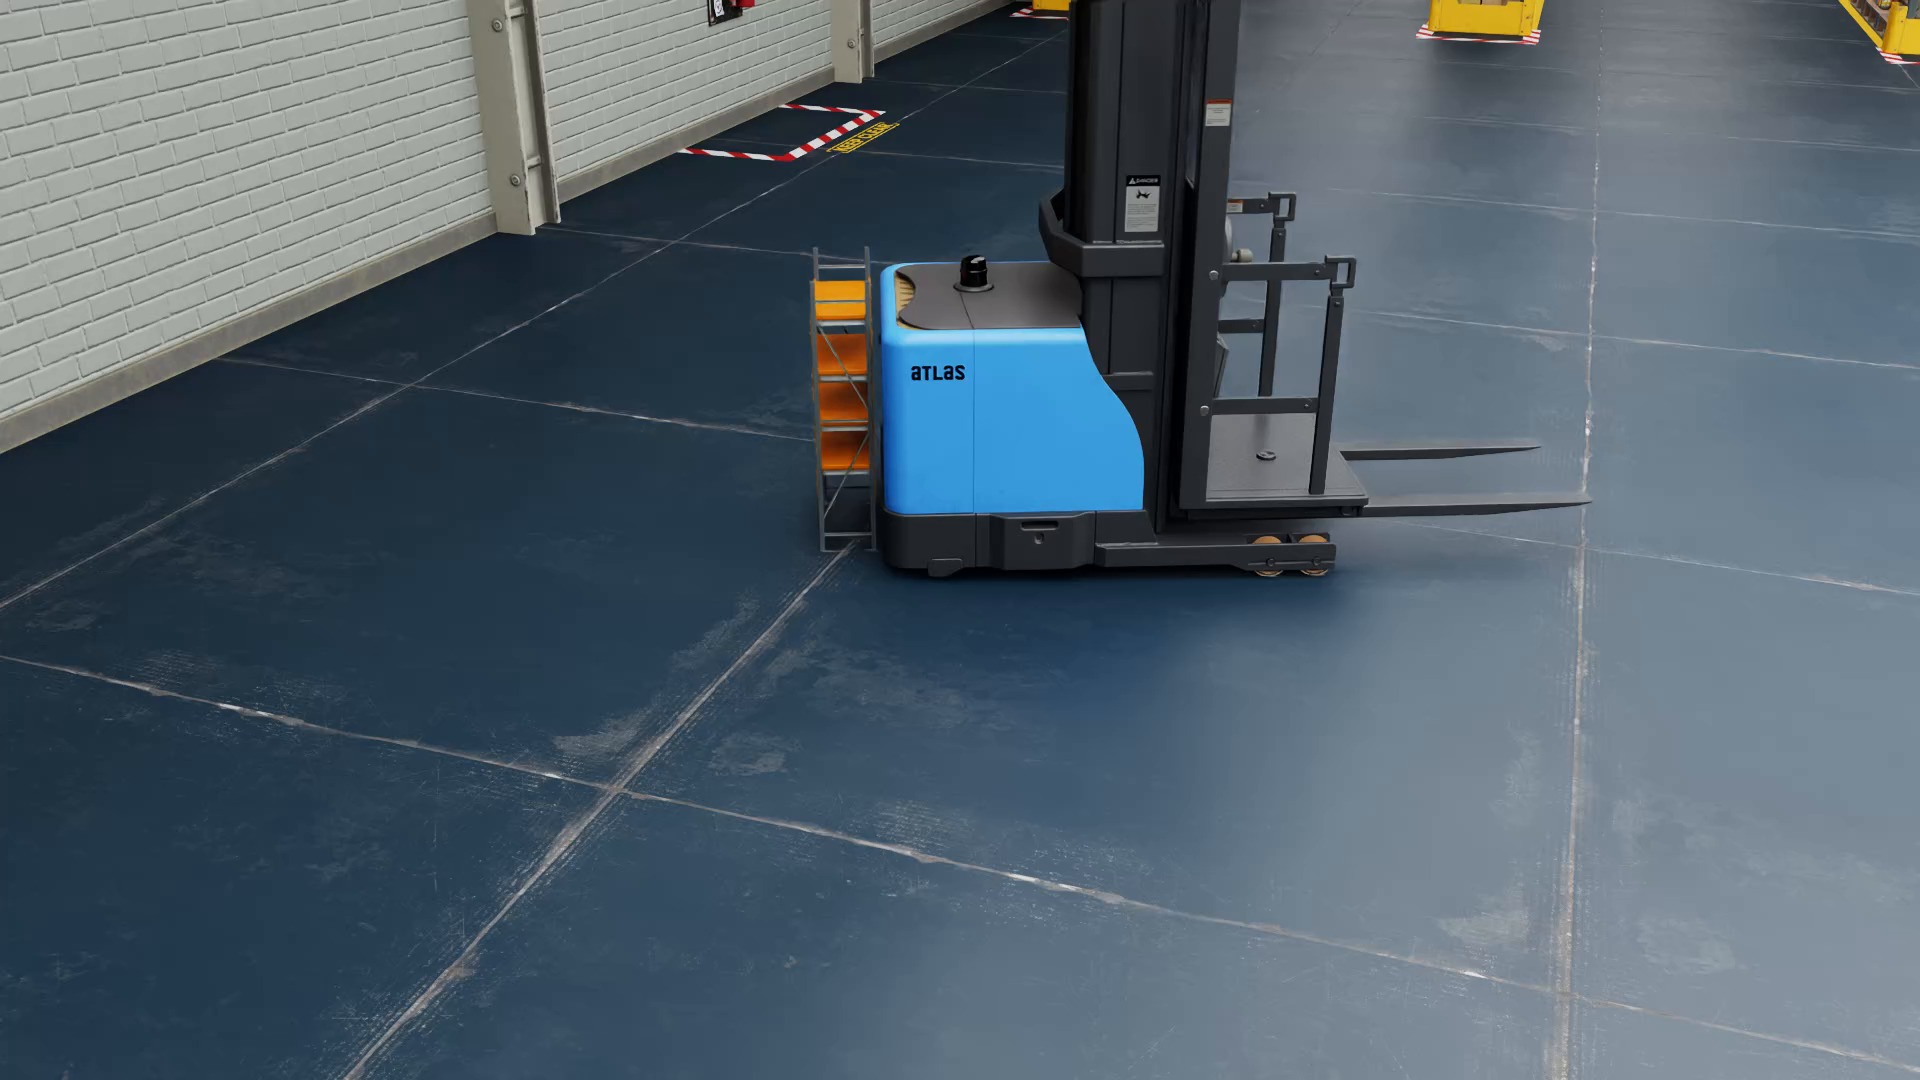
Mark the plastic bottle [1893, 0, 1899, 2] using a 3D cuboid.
[{"bbox_3d":[11.240,-6.551,19.950,0.061,0.283,0.133,9,27,17],"label":"plastic bottle"}]

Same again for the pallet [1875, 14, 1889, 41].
[{"bbox_3d":[11.088,-5.789,18.964,1.003,0.211,1.213,9,27,17],"label":"pallet"}]

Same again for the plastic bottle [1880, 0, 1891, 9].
[{"bbox_3d":[11.030,-6.429,19.793,0.097,0.201,0.097,0,26,0],"label":"plastic bottle"}]

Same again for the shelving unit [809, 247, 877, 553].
[{"bbox_3d":[-0.492,-0.596,7.104,0.258,1.200,0.503,-1,26,-3],"label":"shelving unit"}]

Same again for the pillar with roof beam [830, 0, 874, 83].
[{"bbox_3d":[2.970,-8.133,13.721,9.100,9.000,0.400,9,27,17],"label":"pillar with roof beam"}]

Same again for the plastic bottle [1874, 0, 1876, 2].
[{"bbox_3d":[11.237,-6.722,20.226,0.144,0.351,0.185,10,28,20],"label":"plastic bottle"}]

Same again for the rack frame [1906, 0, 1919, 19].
[{"bbox_3d":[10.832,-6.673,17.589,1.000,3.000,0.127,9,27,17],"label":"rack frame"}]

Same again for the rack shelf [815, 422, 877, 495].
[{"bbox_3d":[-0.492,-0.357,7.220,0.258,0.148,0.480,-1,26,-3],"label":"rack shelf"}]

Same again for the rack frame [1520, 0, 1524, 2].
[{"bbox_3d":[6.162,-7.392,19.076,1.000,3.000,0.127,9,27,17],"label":"rack frame"}]

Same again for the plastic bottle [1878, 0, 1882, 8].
[{"bbox_3d":[11.051,-6.517,19.880,0.061,0.283,0.133,9,27,19],"label":"plastic bottle"}]

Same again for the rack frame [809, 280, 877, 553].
[{"bbox_3d":[-0.479,-0.490,6.885,0.240,1.200,0.015,-1,26,-3],"label":"rack frame"}]

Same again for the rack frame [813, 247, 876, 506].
[{"bbox_3d":[-0.504,-0.702,7.324,0.240,1.200,0.015,-1,26,-3],"label":"rack frame"}]

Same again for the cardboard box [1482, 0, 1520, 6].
[{"bbox_3d":[6.550,-6.532,19.972,0.500,0.250,0.500,9,27,17],"label":"cardboard box"}]

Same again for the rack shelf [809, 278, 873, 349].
[{"bbox_3d":[-0.492,-0.950,6.933,0.258,0.148,0.480,-1,26,-3],"label":"rack shelf"}]

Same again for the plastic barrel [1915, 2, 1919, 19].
[{"bbox_3d":[11.146,-6.229,19.047,0.421,0.512,0.421,0,26,0],"label":"plastic barrel"}]

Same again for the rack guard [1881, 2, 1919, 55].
[{"bbox_3d":[10.813,-5.586,18.213,1.175,0.500,0.348,9,27,17],"label":"rack guard"}]

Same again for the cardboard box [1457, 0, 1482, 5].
[{"bbox_3d":[6.062,-6.607,20.127,0.500,0.250,0.500,9,27,17],"label":"cardboard box"}]

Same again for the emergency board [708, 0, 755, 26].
[{"bbox_3d":[-1.948,-5.047,14.231,0.194,1.169,0.643,9,27,17],"label":"emergency board"}]

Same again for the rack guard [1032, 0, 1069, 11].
[{"bbox_3d":[1.515,-7.015,21.166,1.175,0.500,0.348,9,27,17],"label":"rack guard"}]

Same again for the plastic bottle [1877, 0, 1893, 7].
[{"bbox_3d":[11.139,-6.563,19.983,0.152,0.276,0.135,9,27,18],"label":"plastic bottle"}]

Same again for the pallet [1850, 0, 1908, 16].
[{"bbox_3d":[11.900,-6.791,21.034,1.003,0.211,1.213,9,27,17],"label":"pallet"}]

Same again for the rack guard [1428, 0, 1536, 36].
[{"bbox_3d":[6.154,-6.258,19.600,1.175,0.500,0.348,9,27,17],"label":"rack guard"}]

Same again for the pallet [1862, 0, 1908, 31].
[{"bbox_3d":[11.496,-6.288,19.996,1.003,0.211,1.213,9,27,17],"label":"pallet"}]

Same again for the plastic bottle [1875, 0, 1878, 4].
[{"bbox_3d":[11.186,-6.620,20.101,0.152,0.276,0.135,8,27,16],"label":"plastic bottle"}]

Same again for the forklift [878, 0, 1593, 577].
[{"bbox_3d":[1.171,-1.395,6.768,3.031,2.935,1.130,-1,26,-3],"label":"forklift"}]

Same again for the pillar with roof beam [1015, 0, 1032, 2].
[{"bbox_3d":[4.966,-10.598,18.813,9.100,9.000,0.400,9,27,17],"label":"pillar with roof beam"}]

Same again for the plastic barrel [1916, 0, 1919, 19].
[{"bbox_3d":[10.979,-6.023,18.621,0.421,0.512,0.421,0,26,0],"label":"plastic barrel"}]

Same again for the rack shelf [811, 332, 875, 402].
[{"bbox_3d":[-0.492,-0.737,7.036,0.258,0.148,0.480,-1,26,-3],"label":"rack shelf"}]

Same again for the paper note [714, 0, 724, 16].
[{"bbox_3d":[-2.072,-4.588,14.294,0.016,0.148,0.142,9,27,17],"label":"paper note"}]

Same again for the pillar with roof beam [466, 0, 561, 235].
[{"bbox_3d":[0.973,-5.667,8.628,9.100,9.000,0.400,9,27,17],"label":"pillar with roof beam"}]

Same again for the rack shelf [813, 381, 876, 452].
[{"bbox_3d":[-0.492,-0.536,7.134,0.258,0.148,0.480,-1,26,-3],"label":"rack shelf"}]
